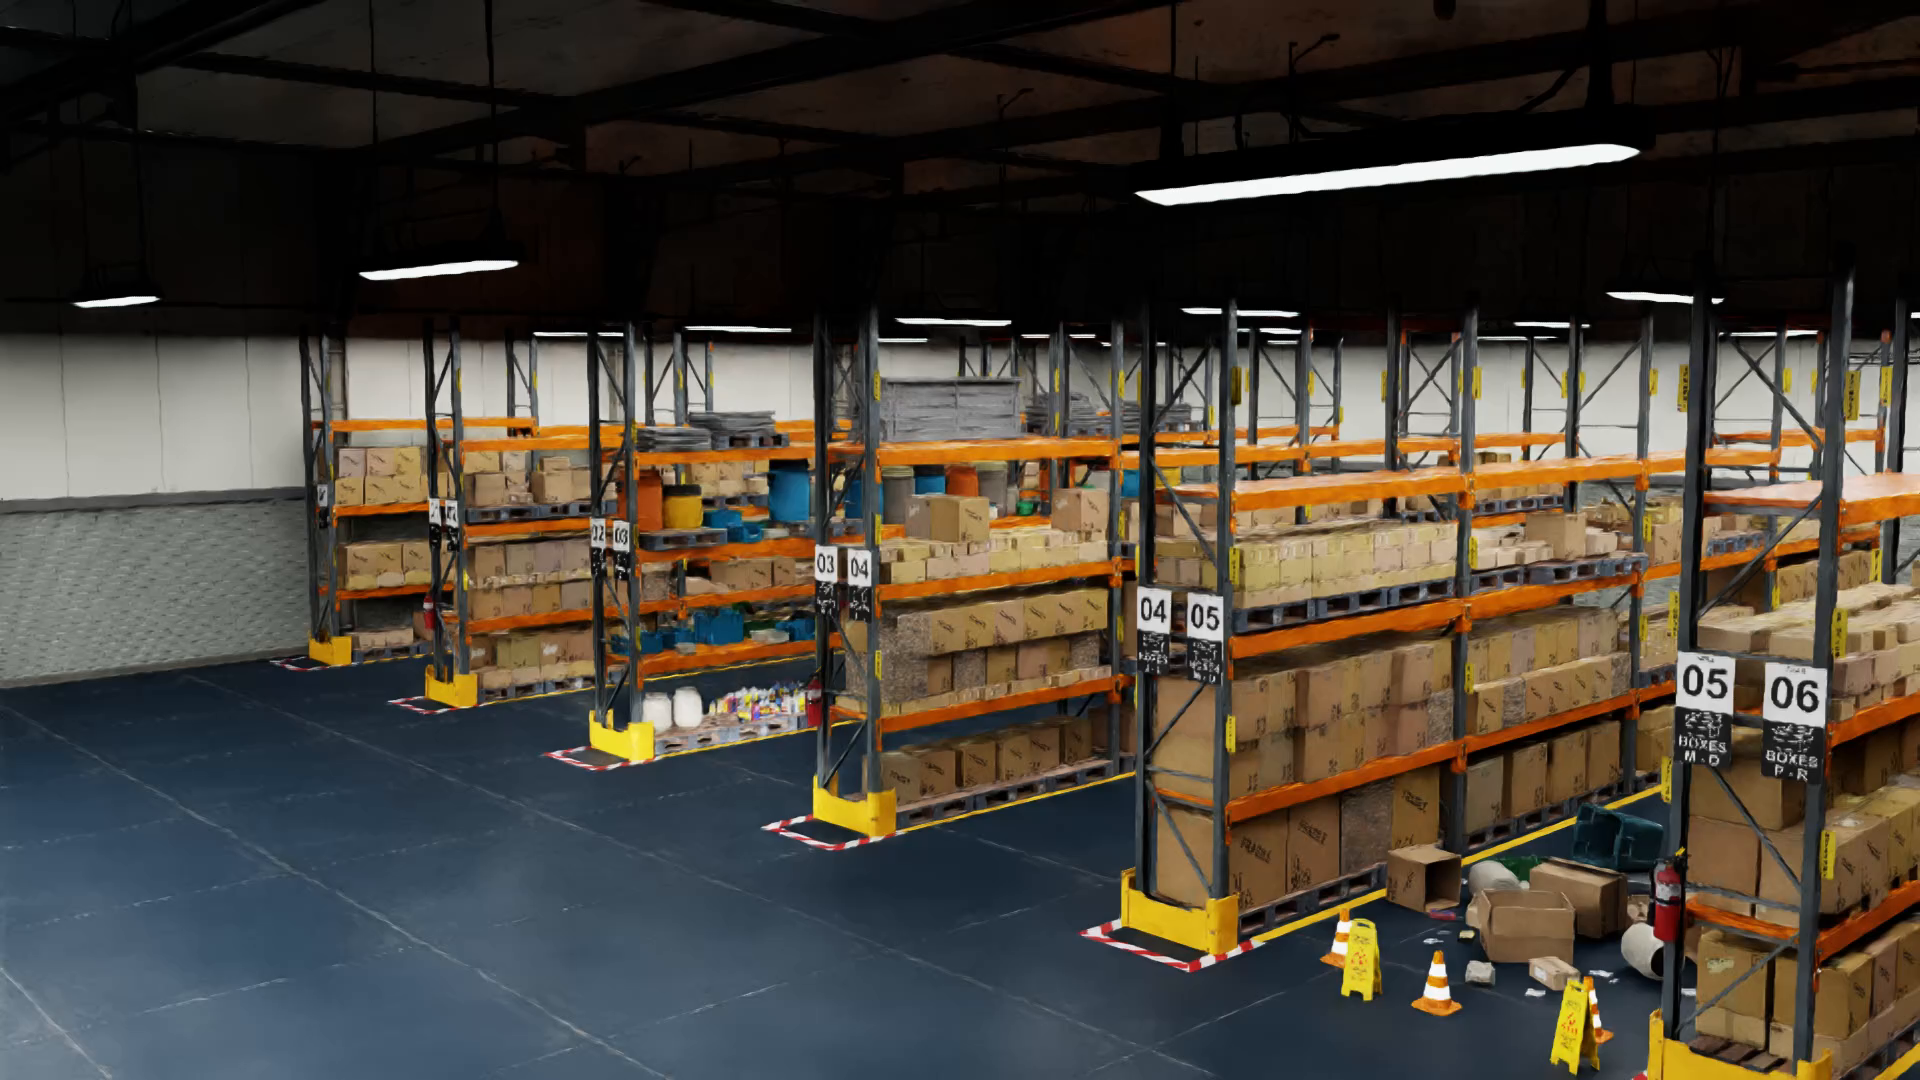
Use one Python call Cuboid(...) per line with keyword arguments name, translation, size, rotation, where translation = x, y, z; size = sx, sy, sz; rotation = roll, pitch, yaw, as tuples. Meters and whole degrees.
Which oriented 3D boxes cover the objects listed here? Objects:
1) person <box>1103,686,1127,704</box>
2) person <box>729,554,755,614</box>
Cuboid(name="person", translation=(2.231, 1.921, 24.048), size=(0.626, 1.612, 0.576), rotation=(-2, 6, -16))
Cuboid(name="person", translation=(-4.506, 0.917, 33.506), size=(0.556, 1.709, 1.127), rotation=(6, 8, 44))
